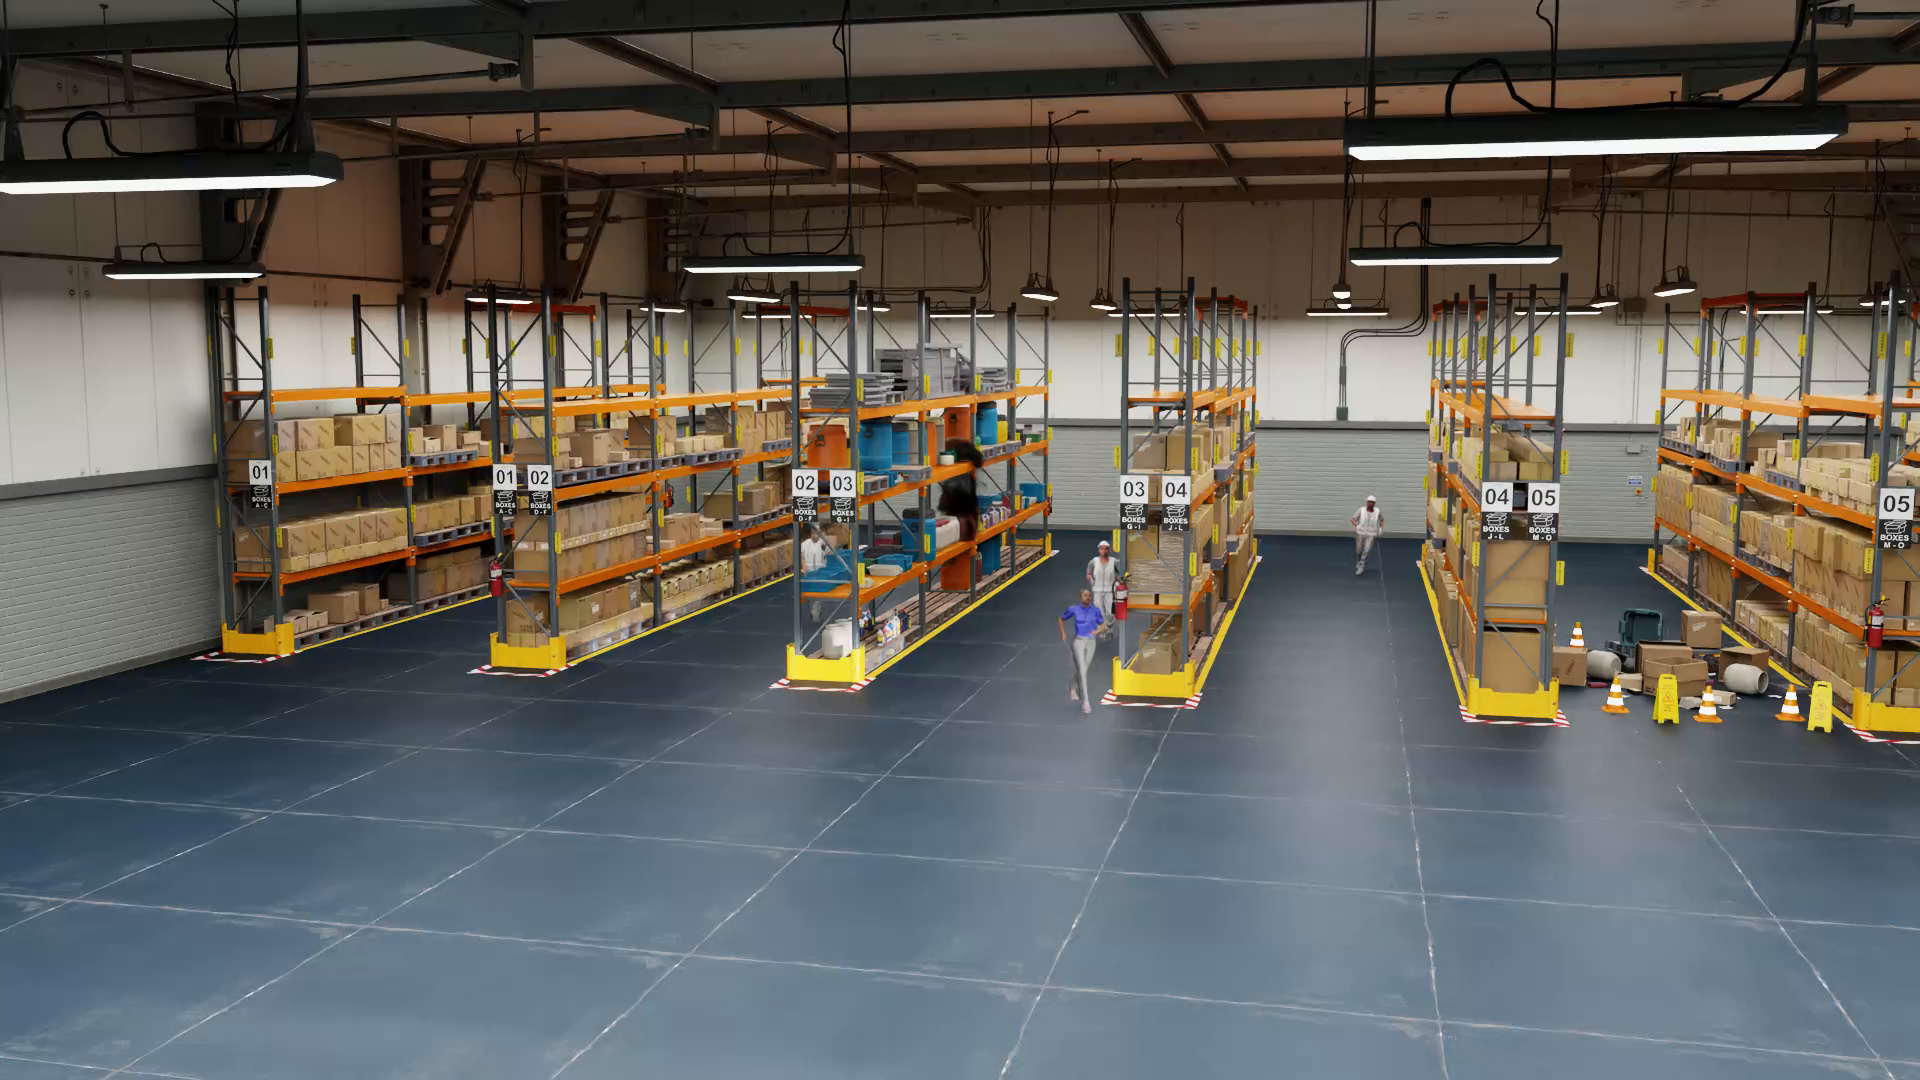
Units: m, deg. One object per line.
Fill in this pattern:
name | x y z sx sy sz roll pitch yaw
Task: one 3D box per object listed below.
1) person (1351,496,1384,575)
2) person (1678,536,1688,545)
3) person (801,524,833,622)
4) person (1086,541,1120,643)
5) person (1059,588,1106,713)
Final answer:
person | 9.075 -0.120 37.051 0.711 1.753 0.839 2 7 16
person | 16.823 -0.240 38.362 0.689 1.645 0.890 -5 8 -37
person | -2.646 0.579 30.305 0.638 1.759 0.722 0 7 0
person | 2.443 0.890 28.099 0.632 1.742 0.614 1 7 9
person | 1.743 1.517 23.310 0.643 1.675 0.856 -3 7 -22
